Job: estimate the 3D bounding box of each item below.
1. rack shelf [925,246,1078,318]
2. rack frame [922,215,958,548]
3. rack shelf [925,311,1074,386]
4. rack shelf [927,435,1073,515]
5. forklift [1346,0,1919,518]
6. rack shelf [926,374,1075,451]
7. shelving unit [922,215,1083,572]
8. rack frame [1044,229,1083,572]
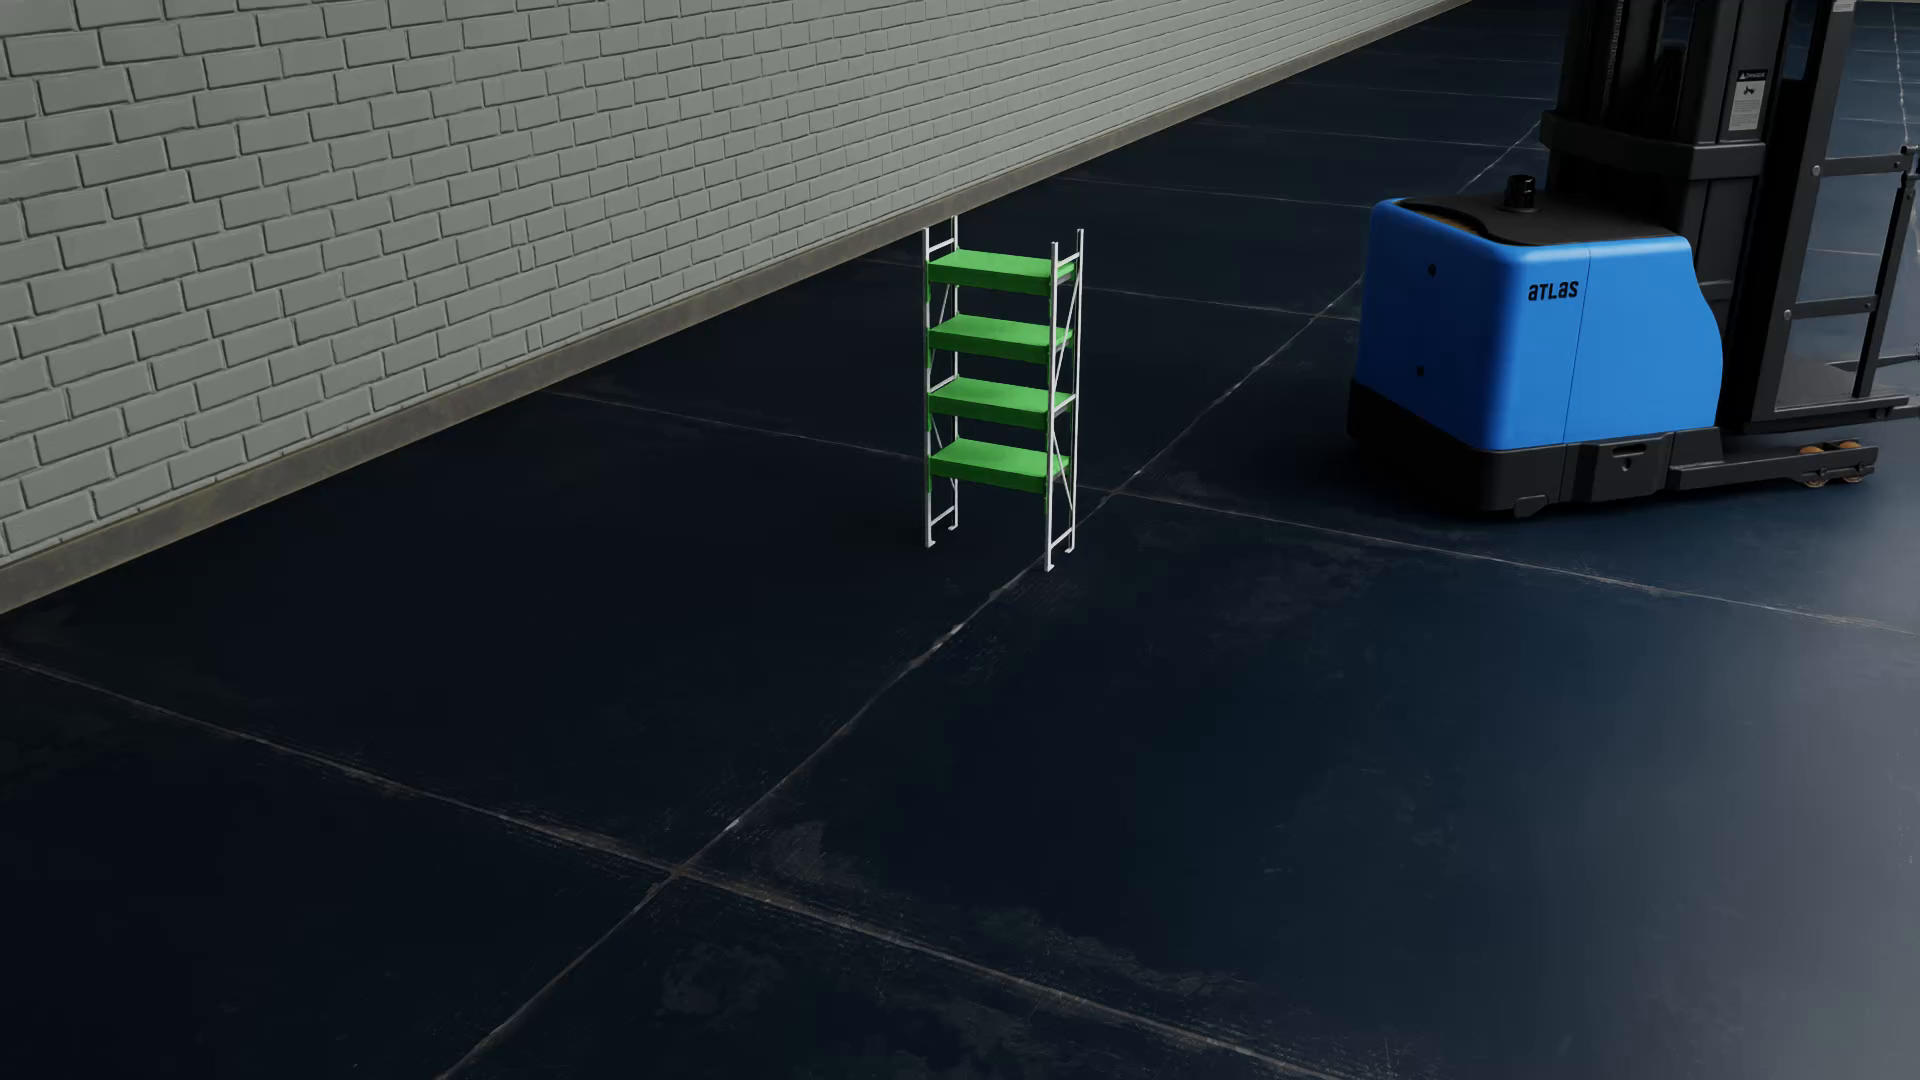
[{"bbox_3d":[0.148,-0.906,5.817,0.480,0.148,0.258,11,25,25],"label":"rack shelf"},{"bbox_3d":[-0.070,-0.566,6.081,0.015,1.200,0.240,11,25,25],"label":"rack frame"},{"bbox_3d":[0.148,-0.685,5.911,0.480,0.148,0.258,11,25,25],"label":"rack shelf"},{"bbox_3d":[0.148,-0.243,6.099,0.480,0.148,0.258,11,25,25],"label":"rack shelf"},{"bbox_3d":[3.246,-1.751,6.657,3.031,2.935,1.130,-7,24,-16],"label":"forklift"},{"bbox_3d":[0.148,-0.464,6.005,0.480,0.148,0.258,11,25,25],"label":"rack shelf"},{"bbox_3d":[0.148,-0.523,5.980,0.503,1.200,0.258,11,25,25],"label":"shelving unit"},{"bbox_3d":[0.365,-0.480,5.879,0.015,1.200,0.240,11,25,25],"label":"rack frame"}]
